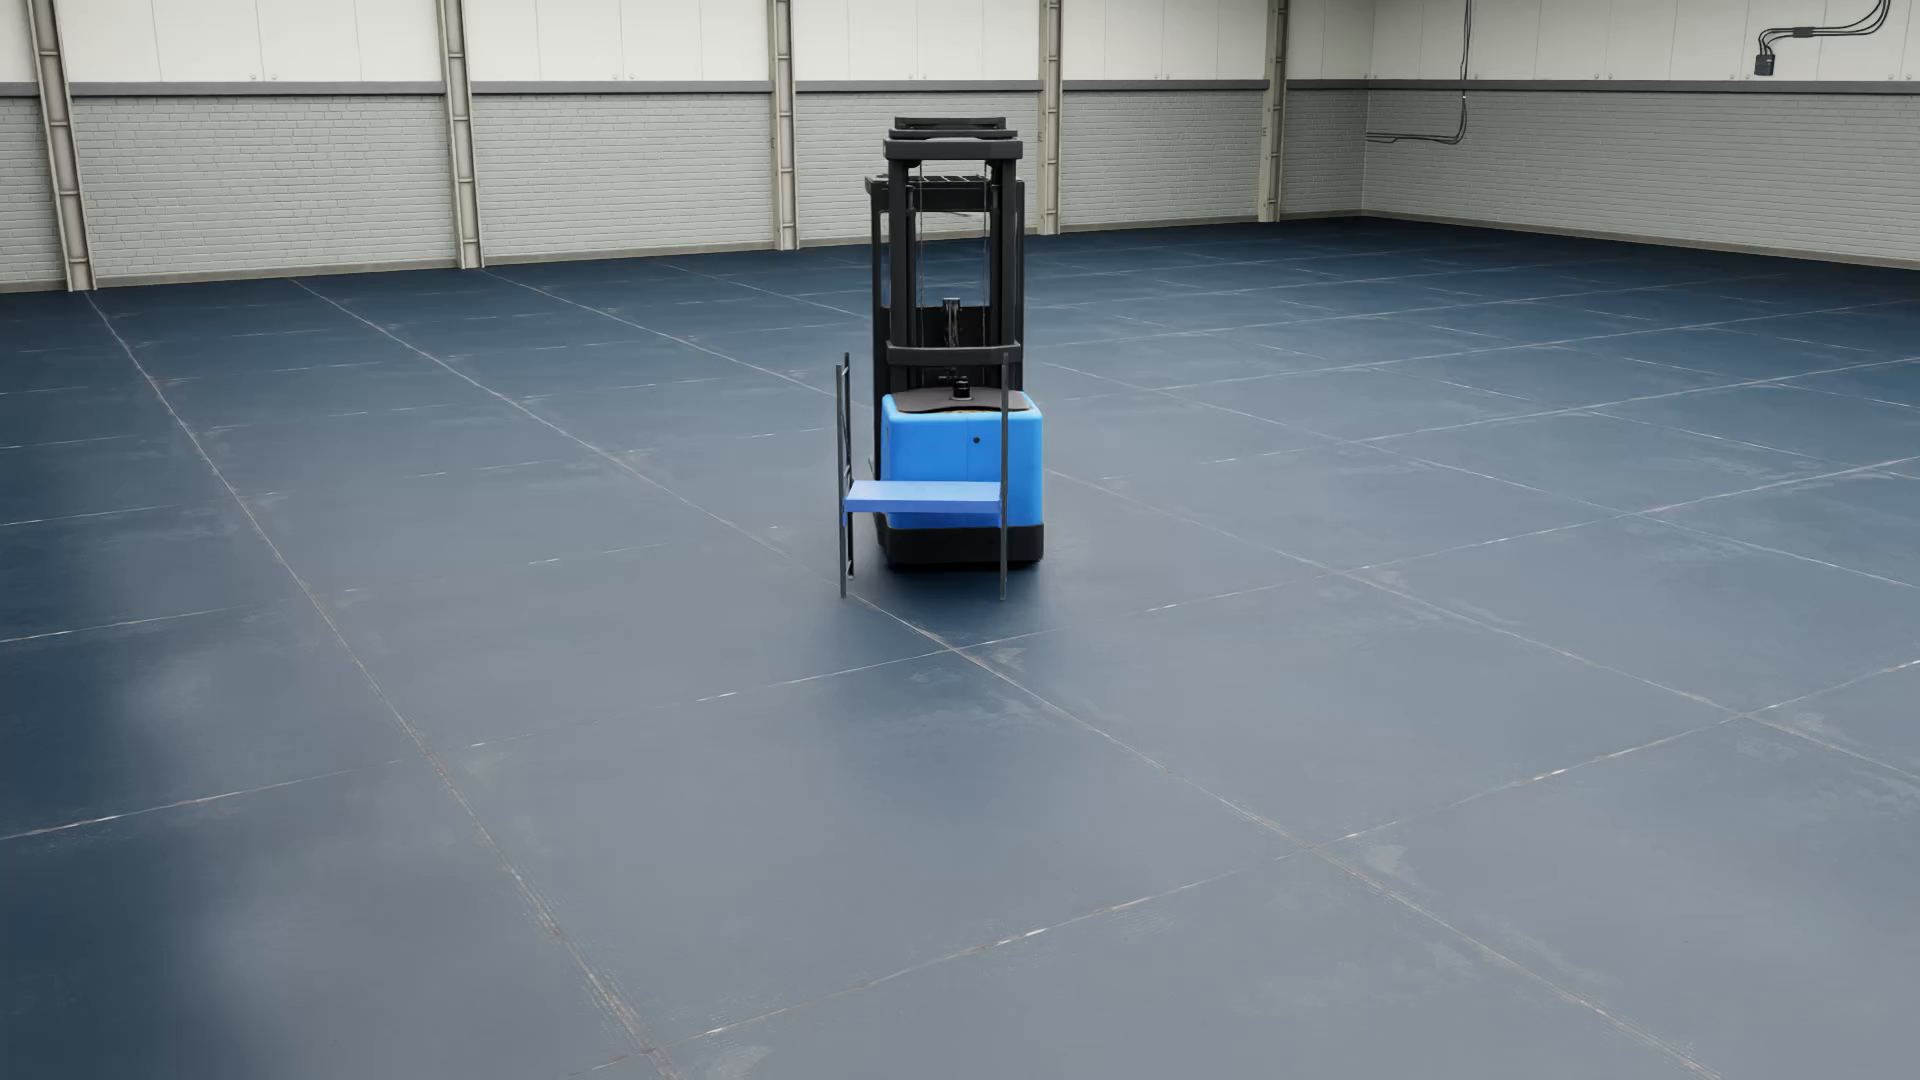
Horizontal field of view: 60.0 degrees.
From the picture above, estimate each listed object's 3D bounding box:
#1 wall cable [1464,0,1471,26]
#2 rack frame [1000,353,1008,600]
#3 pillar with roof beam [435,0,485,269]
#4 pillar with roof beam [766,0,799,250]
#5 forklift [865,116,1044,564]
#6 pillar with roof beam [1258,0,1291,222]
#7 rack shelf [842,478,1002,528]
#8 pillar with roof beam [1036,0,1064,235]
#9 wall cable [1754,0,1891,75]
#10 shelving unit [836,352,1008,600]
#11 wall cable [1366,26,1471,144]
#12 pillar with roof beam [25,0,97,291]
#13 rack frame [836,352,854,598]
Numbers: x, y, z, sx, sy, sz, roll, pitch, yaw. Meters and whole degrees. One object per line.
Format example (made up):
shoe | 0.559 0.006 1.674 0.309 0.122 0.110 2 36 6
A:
wall cable | 11.581 -11.962 34.307 0.112 2.526 3.097 -9 18 -30
rack frame | 0.282 -0.406 10.581 0.032 1.500 0.500 1 16 2
pillar with roof beam | -6.230 -8.050 23.954 0.400 9.000 9.100 -9 18 -30
pillar with roof beam | -1.087 -8.884 26.930 0.400 9.000 9.100 -9 18 -30
forklift | -0.115 -1.599 12.184 1.130 2.935 3.031 -2 16 -6
pillar with roof beam | 9.199 -10.552 32.880 0.400 9.000 9.100 -9 18 -30
rack shelf | -0.226 -0.239 10.651 1.000 0.185 0.538 1 16 2
pillar with roof beam | 4.056 -9.718 29.905 0.400 9.000 9.100 -9 18 -30
wall cable | 15.064 -11.090 28.500 0.169 6.003 2.305 -9 18 -30
shelving unit | -0.226 -0.412 10.603 1.048 1.500 0.538 1 16 2
wall cable | 10.188 -10.156 37.222 0.112 2.526 3.097 -9 18 -30
pillar with roof beam | -11.374 -7.216 20.979 0.400 9.000 9.100 -9 18 -30
rack frame | -0.734 -0.419 10.624 0.032 1.500 0.500 1 16 2
